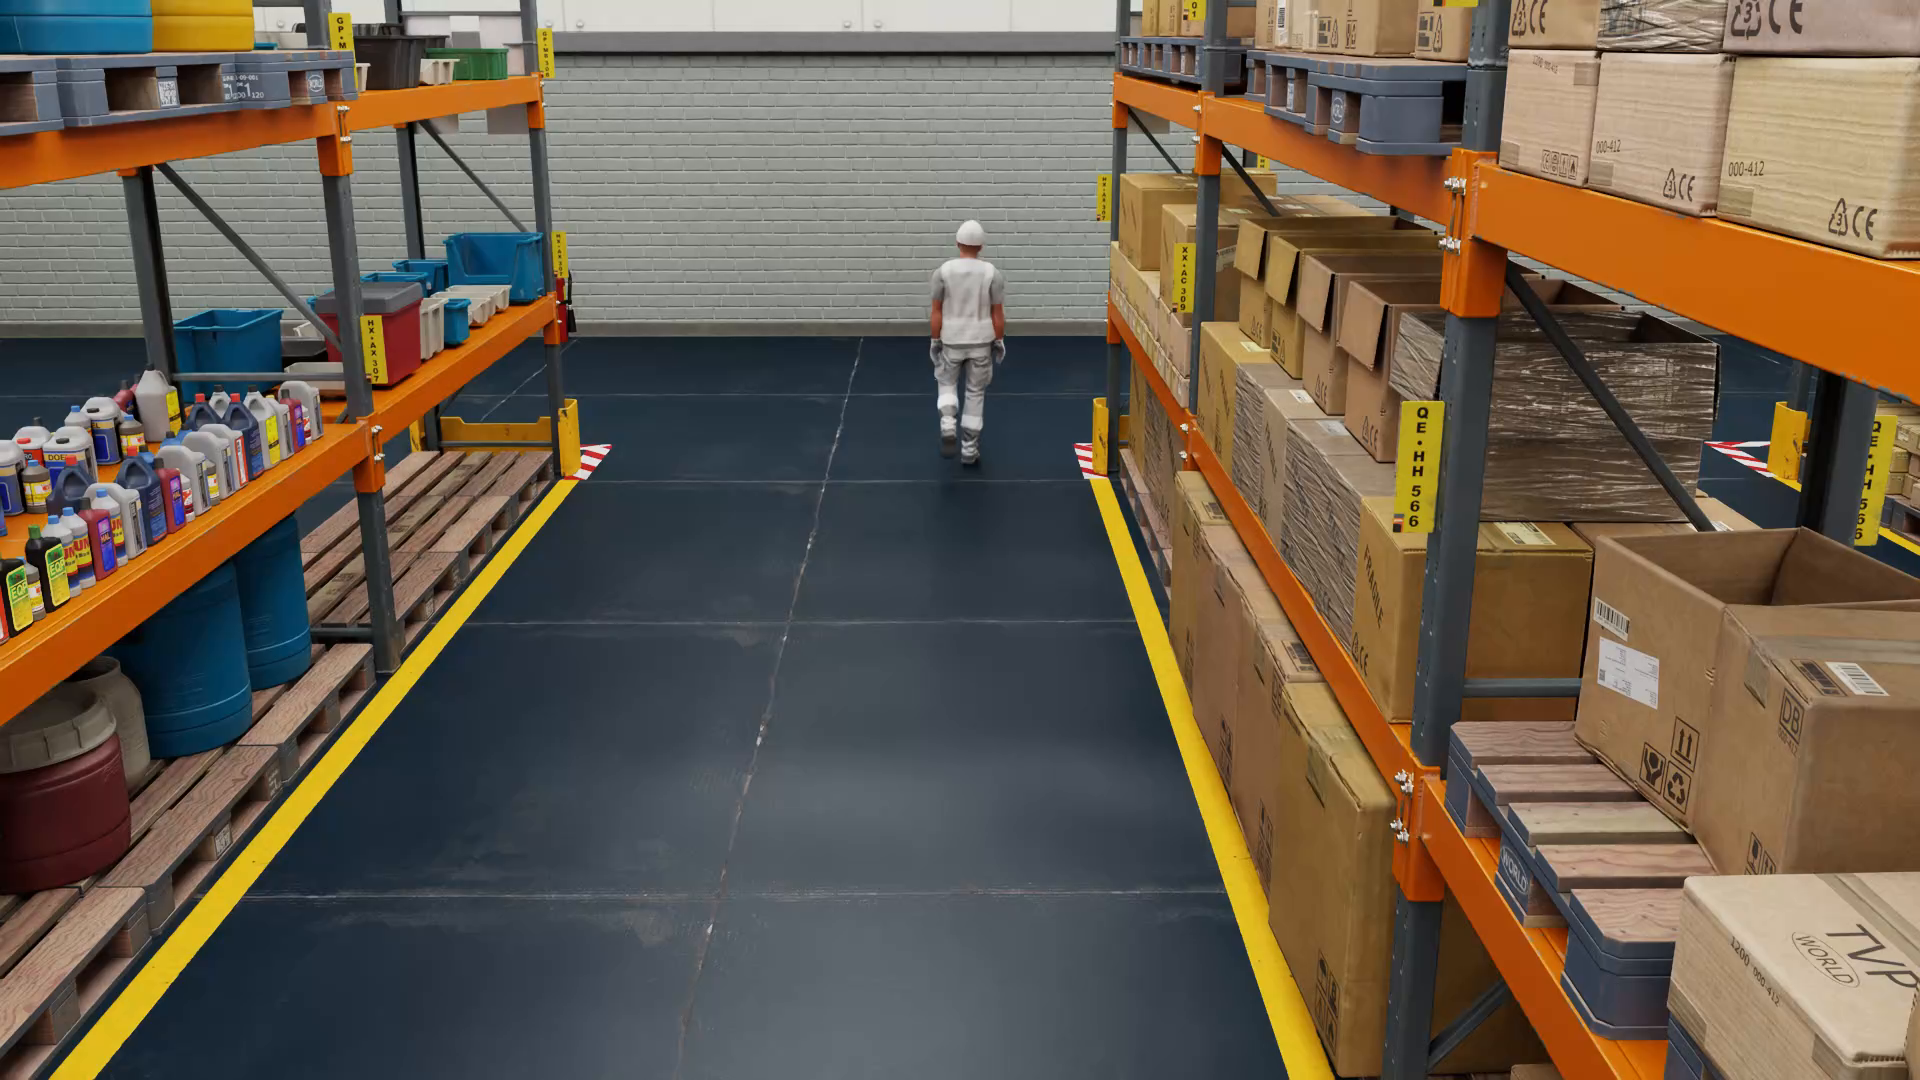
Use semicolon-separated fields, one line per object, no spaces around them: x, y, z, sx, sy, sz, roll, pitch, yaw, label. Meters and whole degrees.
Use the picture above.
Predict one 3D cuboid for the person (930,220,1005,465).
0.055;-1.435;12.123;0.548;1.780;0.503;1;17;3;person
